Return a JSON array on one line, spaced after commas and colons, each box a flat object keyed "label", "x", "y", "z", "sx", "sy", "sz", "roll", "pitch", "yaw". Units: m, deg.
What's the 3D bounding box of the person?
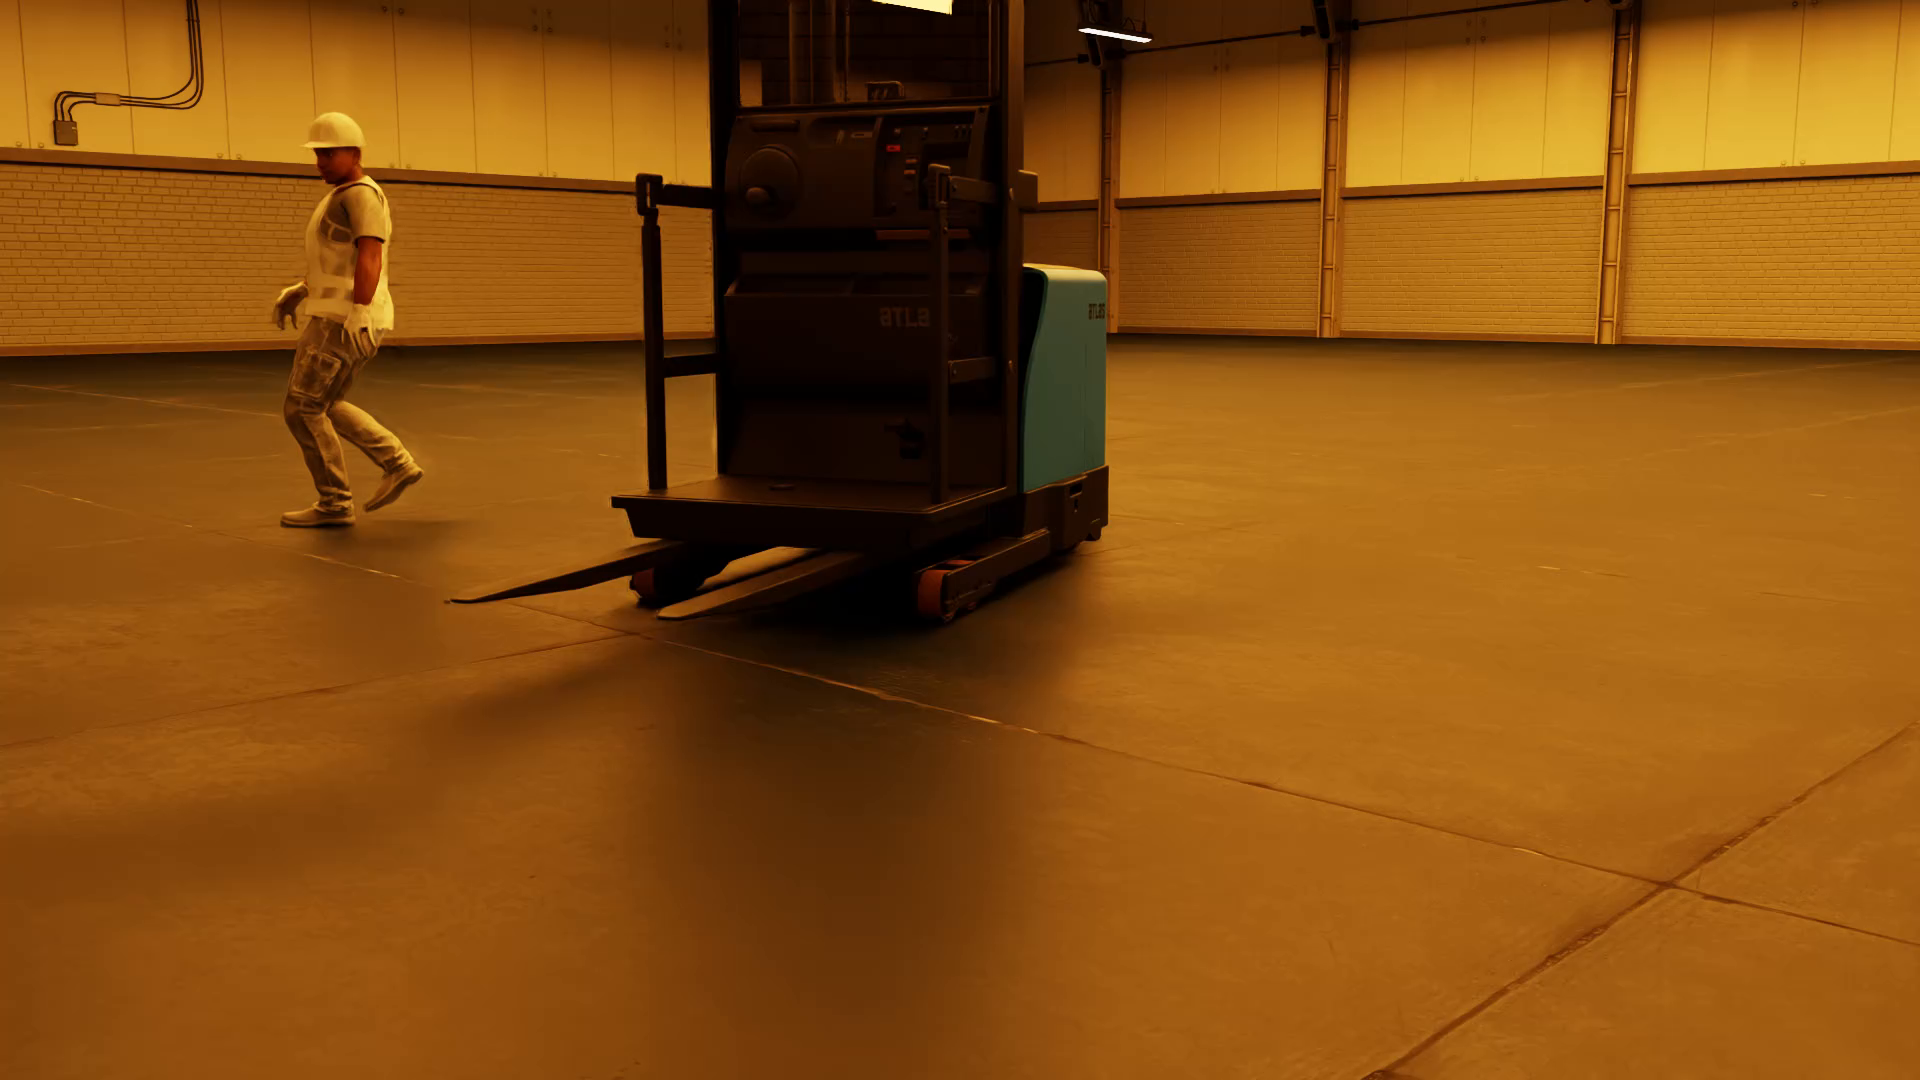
[{"label": "person", "x": -2.642, "y": -0.921, "z": 7.036, "sx": 0.583, "sy": 1.731, "sz": 0.747, "roll": -1, "pitch": 9, "yaw": -5}]

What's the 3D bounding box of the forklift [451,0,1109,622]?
[{"label": "forklift", "x": -0.425, "y": -1.269, "z": 5.300, "sx": 1.130, "sy": 2.935, "sz": 3.031, "roll": 3, "pitch": 9, "yaw": 21}]
